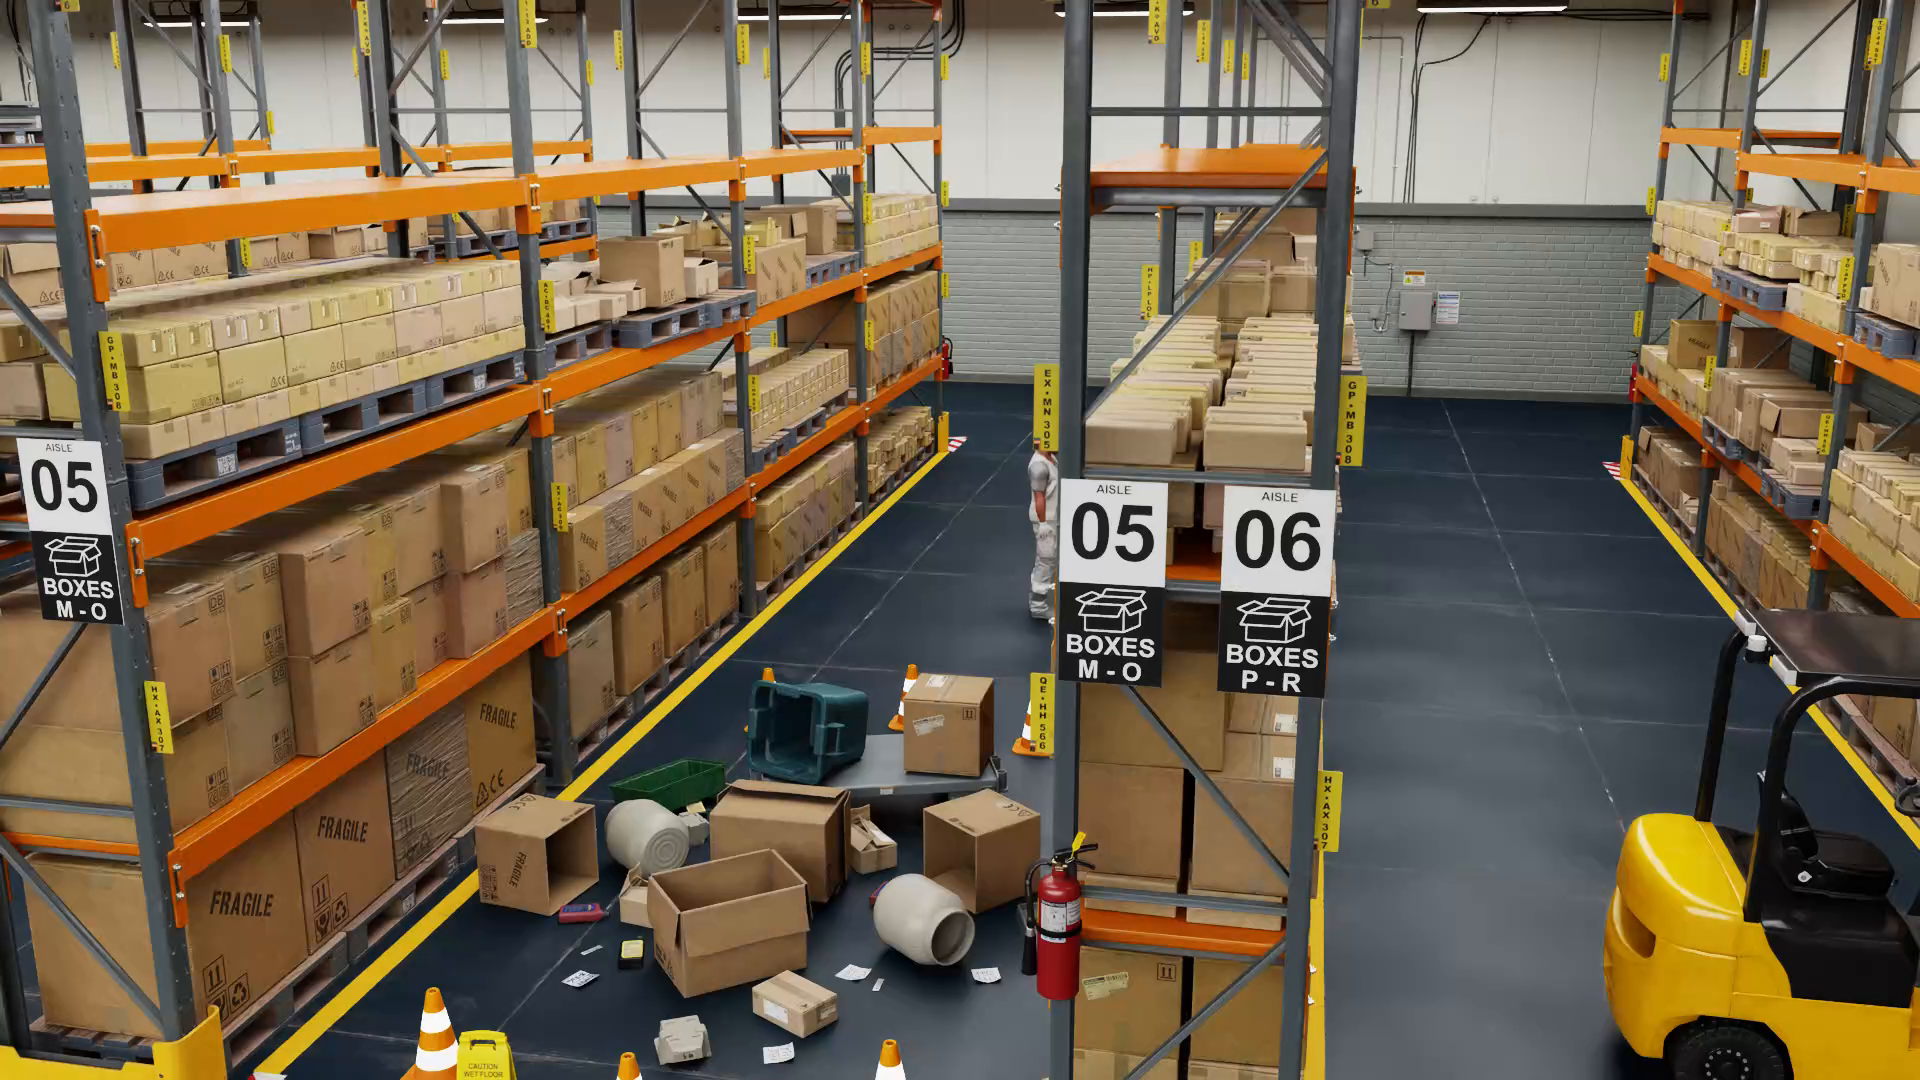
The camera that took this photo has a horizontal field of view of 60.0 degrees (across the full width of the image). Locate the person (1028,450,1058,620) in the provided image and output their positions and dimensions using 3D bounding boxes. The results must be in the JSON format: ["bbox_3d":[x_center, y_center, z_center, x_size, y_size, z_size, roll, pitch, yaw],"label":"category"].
[{"bbox_3d":[0.802,-0.162,15.156,0.360,1.819,0.525,3,15,13],"label":"person"}]
